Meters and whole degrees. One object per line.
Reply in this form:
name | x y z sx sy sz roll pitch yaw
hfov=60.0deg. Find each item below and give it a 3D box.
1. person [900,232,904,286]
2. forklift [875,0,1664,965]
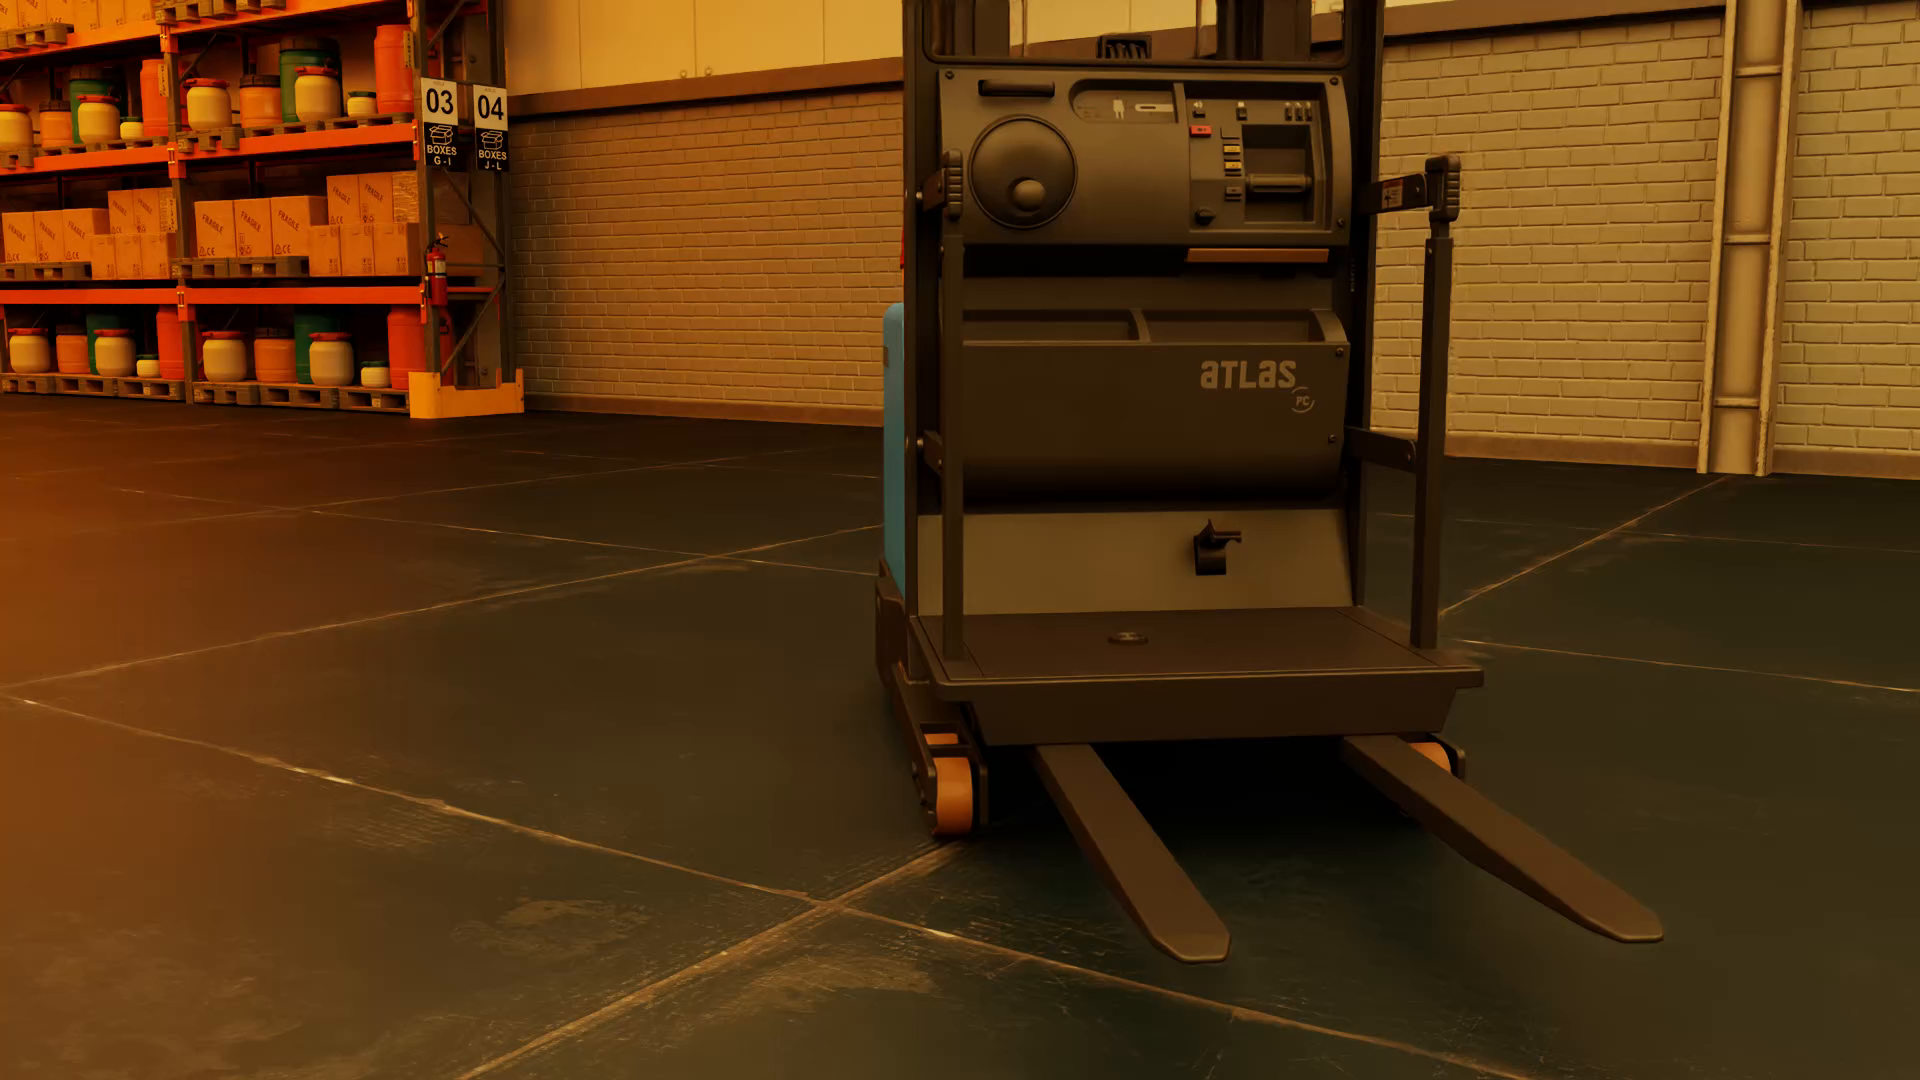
person | 0.068 -0.856 7.421 0.550 1.728 0.641 5 10 34
forklift | 0.444 -0.900 3.520 1.130 2.935 3.031 -1 8 -7
